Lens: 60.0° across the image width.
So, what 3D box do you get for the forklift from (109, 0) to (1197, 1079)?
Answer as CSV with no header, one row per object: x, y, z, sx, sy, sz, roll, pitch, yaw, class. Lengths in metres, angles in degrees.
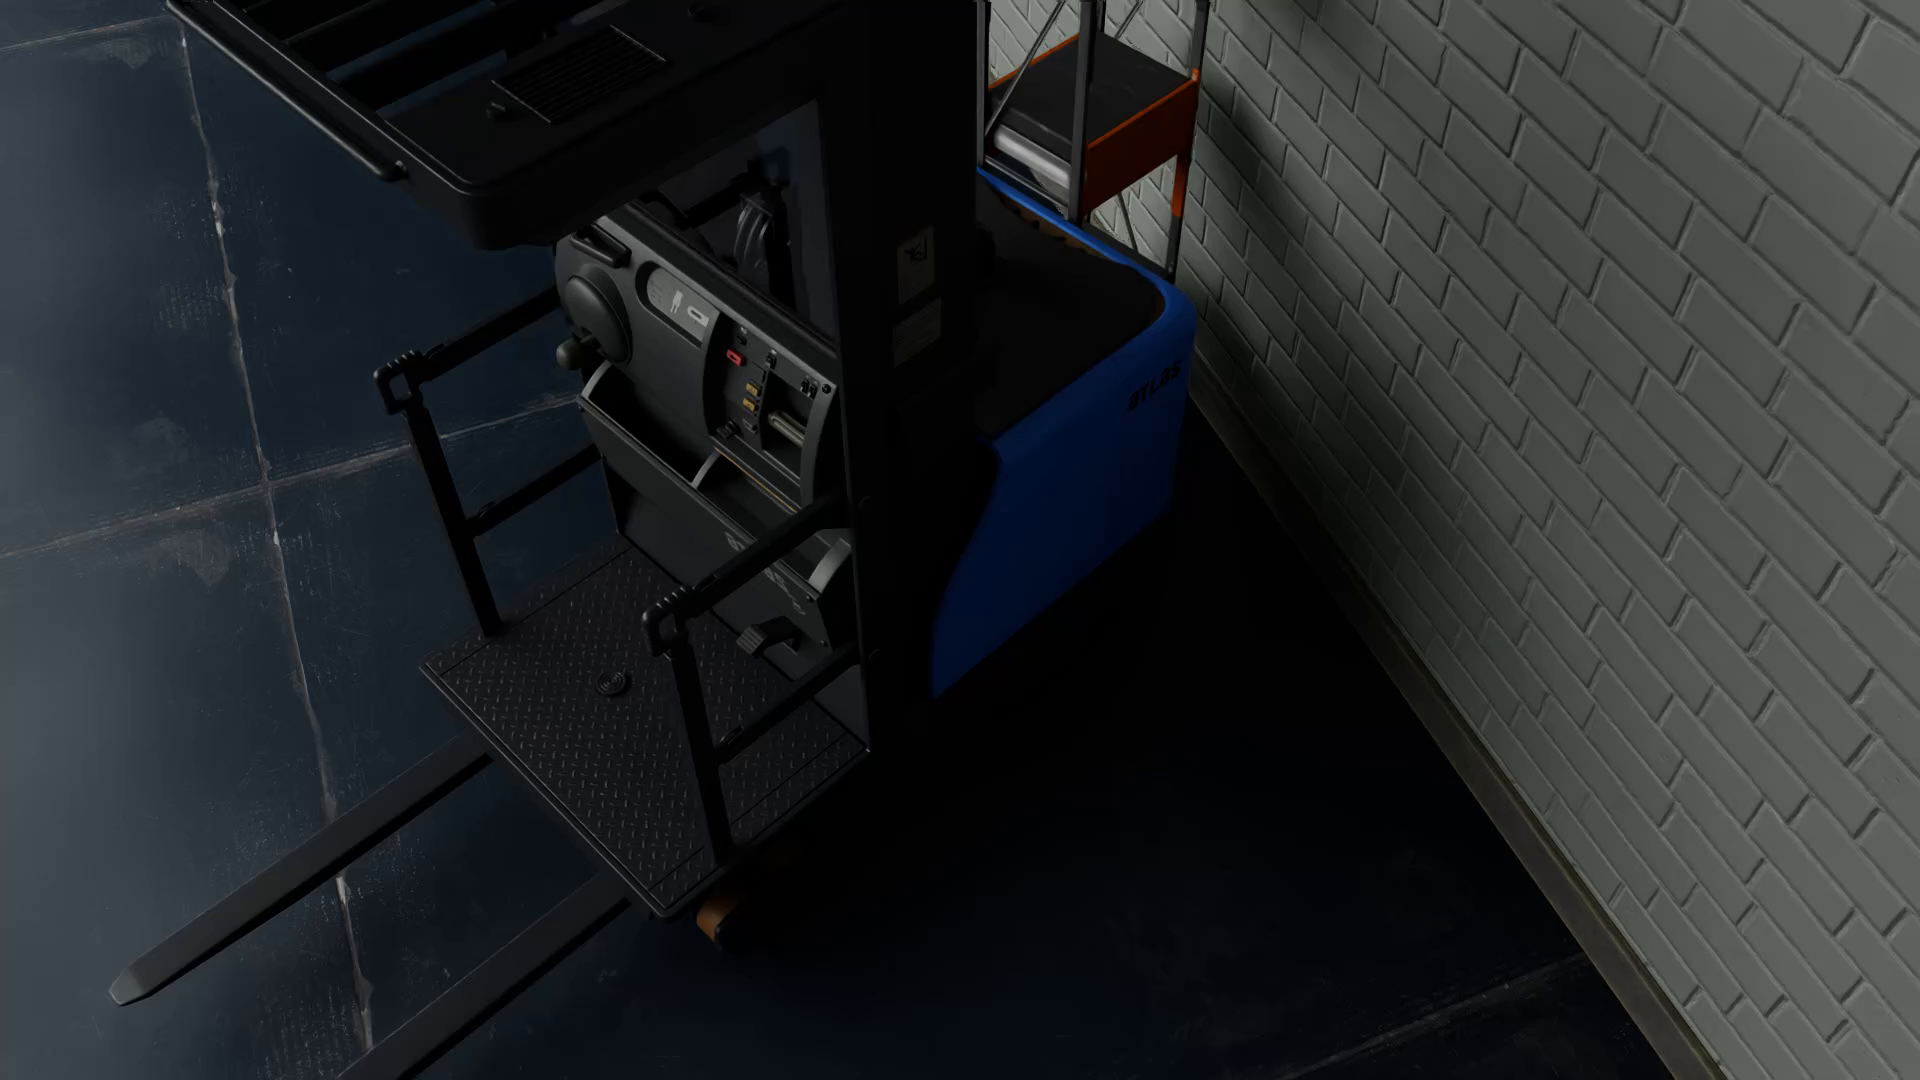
-0.754,-0.353,3.621,3.031,2.935,1.130,-37,59,-27,forklift

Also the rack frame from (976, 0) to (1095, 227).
0.191,-1.014,4.737,0.015,2.100,0.400,-37,59,-27,rack frame

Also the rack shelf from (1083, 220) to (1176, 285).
0.363,-0.680,5.390,0.480,0.518,0.431,-37,59,-27,rack shelf

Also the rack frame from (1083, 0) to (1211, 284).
0.536,-1.276,4.961,0.015,2.100,0.400,-37,59,-27,rack frame

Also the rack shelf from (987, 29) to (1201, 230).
0.363,-1.136,4.859,0.480,0.518,0.431,-37,59,-27,rack shelf

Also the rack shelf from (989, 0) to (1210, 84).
0.363,-1.592,4.328,0.480,0.518,0.431,-37,59,-27,rack shelf

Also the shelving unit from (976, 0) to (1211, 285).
0.363,-1.145,4.849,0.503,2.100,0.431,-37,59,-27,shelving unit
